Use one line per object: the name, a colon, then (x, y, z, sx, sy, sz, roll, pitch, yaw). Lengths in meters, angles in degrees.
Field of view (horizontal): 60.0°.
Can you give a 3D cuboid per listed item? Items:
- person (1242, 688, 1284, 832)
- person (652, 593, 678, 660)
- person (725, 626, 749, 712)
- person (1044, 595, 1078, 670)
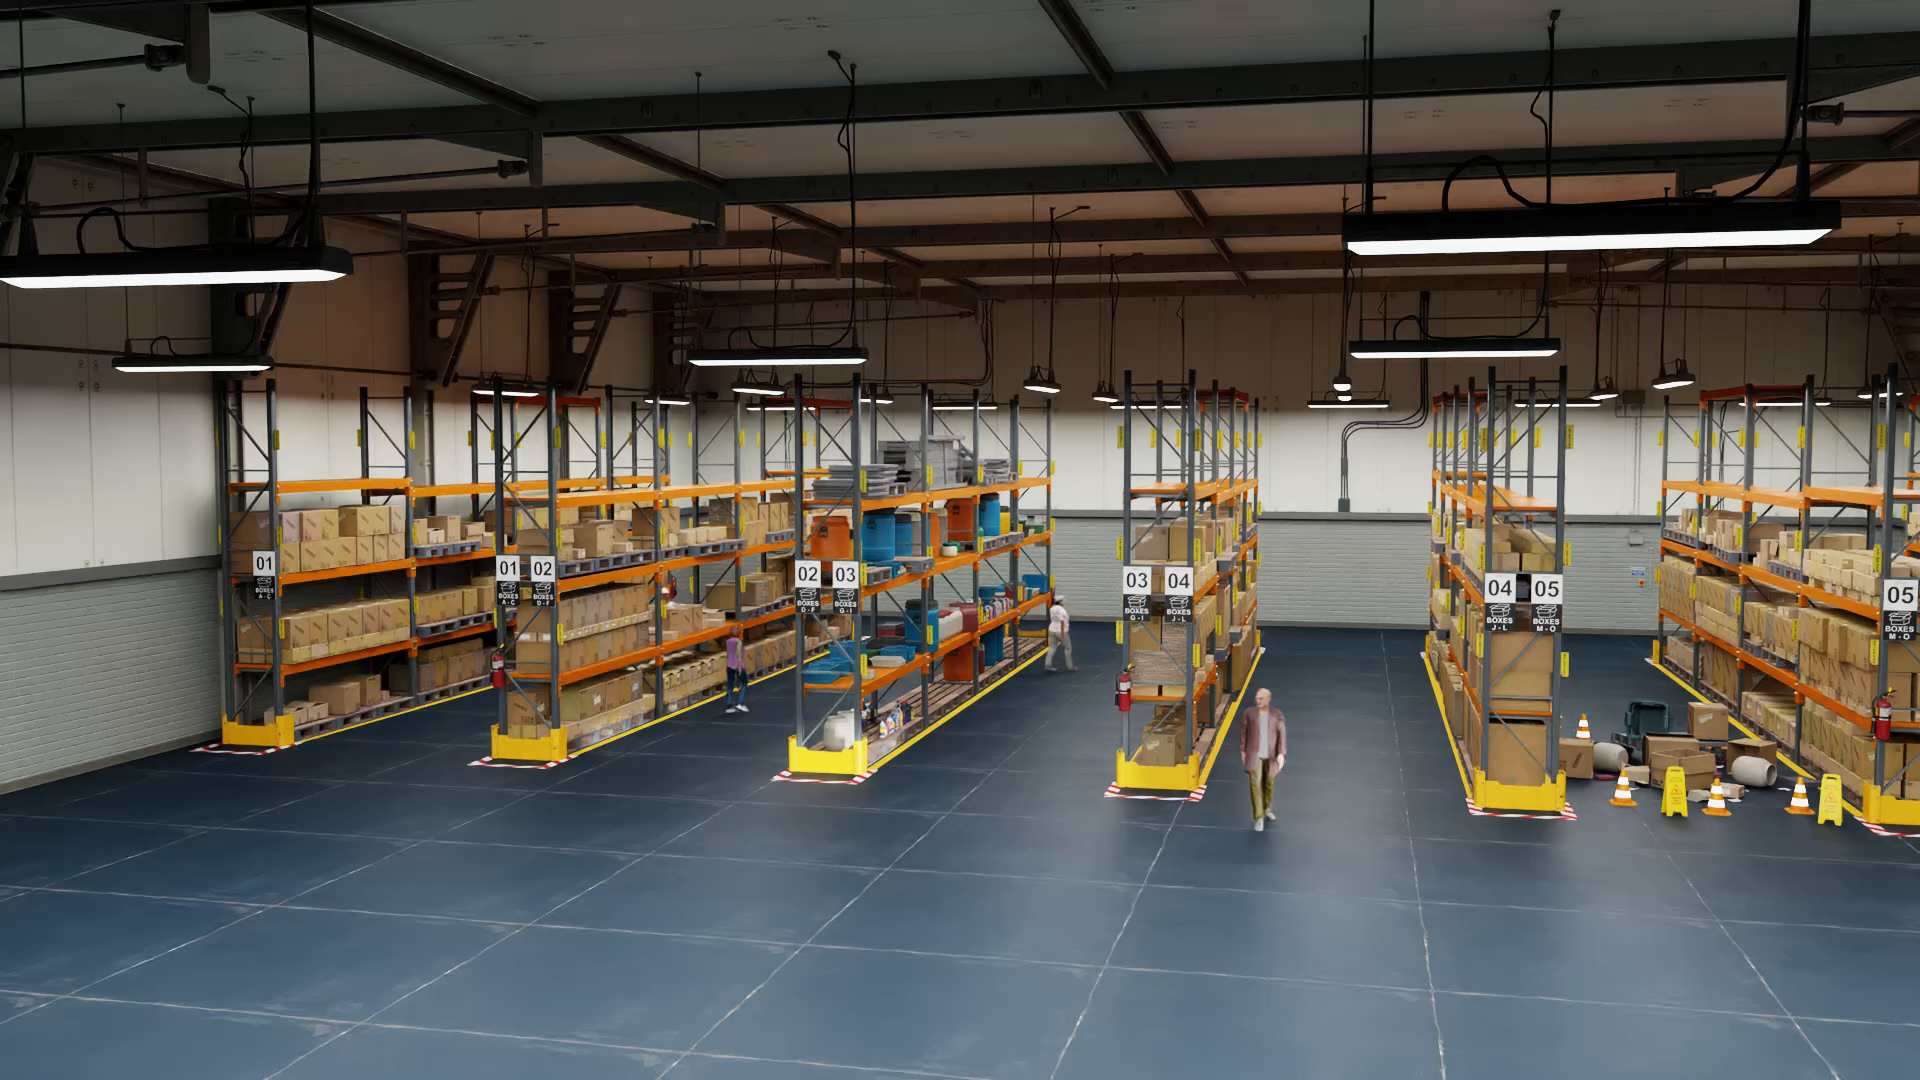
person: (3.945, 2.838, 21.619, 0.563, 1.822, 0.809, 0, 3, 4)
person: (-6.553, 1.908, 36.893, 0.606, 1.601, 0.917, 0, 3, 8)
person: (-4.164, 2.379, 30.543, 0.424, 1.607, 0.514, 2, 4, 26)
person: (2.181, 2.011, 36.057, 0.813, 1.640, 0.489, -3, 4, -40)
